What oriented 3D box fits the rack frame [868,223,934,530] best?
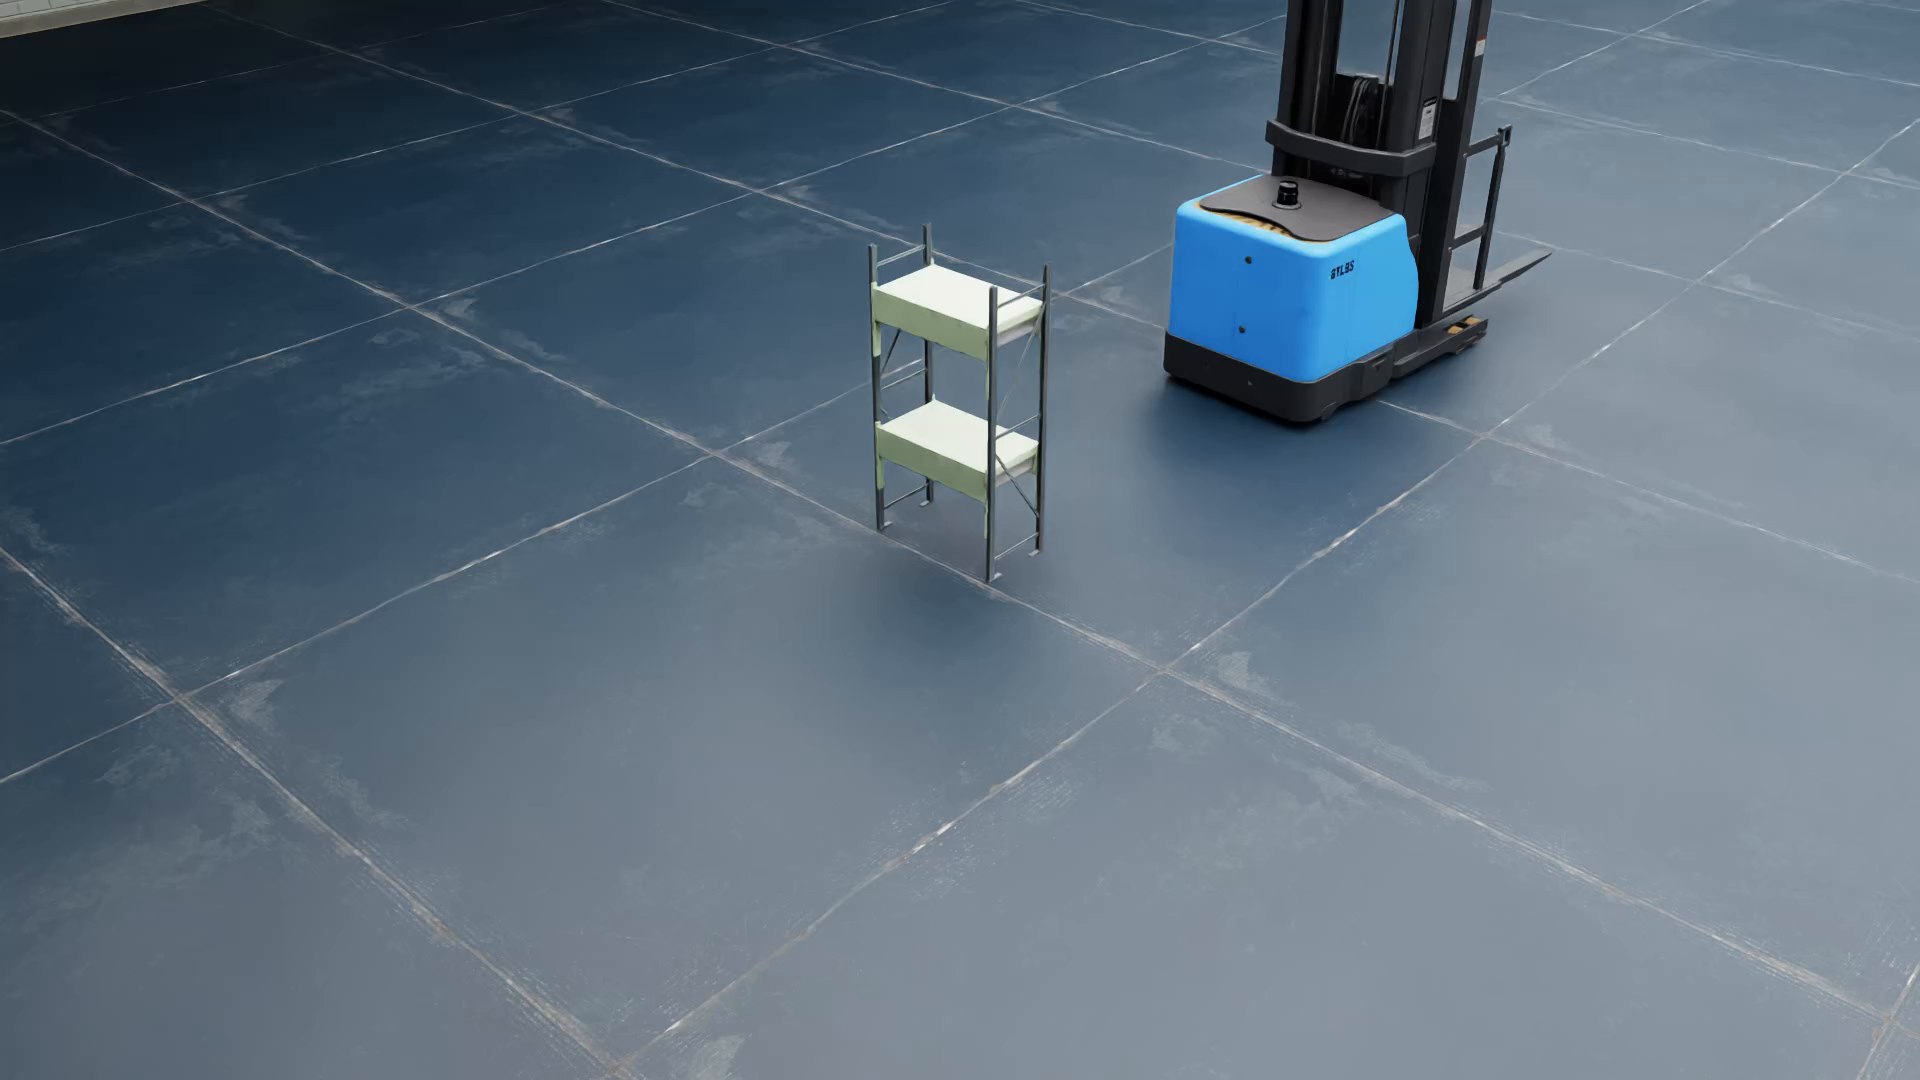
[{"bbox_3d":[-0.276,-0.772,8.077,0.023,1.500,0.400,25,39,35],"label":"rack frame"}]

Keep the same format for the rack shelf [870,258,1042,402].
[{"bbox_3d":[-0.005,-0.979,7.666,0.720,0.370,0.431,25,39,35],"label":"rack shelf"}]

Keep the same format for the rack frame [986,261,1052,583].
[{"bbox_3d":[0.266,-0.518,7.657,0.023,1.500,0.400,25,39,35],"label":"rack frame"}]

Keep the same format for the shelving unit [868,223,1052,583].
[{"bbox_3d":[-0.005,-0.645,7.867,0.755,1.500,0.431,25,39,35],"label":"shelving unit"}]

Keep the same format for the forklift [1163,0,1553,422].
[{"bbox_3d":[2.605,-2.560,9.660,3.031,2.935,1.130,-27,40,-37],"label":"forklift"}]

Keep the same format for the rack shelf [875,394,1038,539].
[{"bbox_3d":[-0.005,-0.366,8.035,0.720,0.370,0.431,25,39,35],"label":"rack shelf"}]
